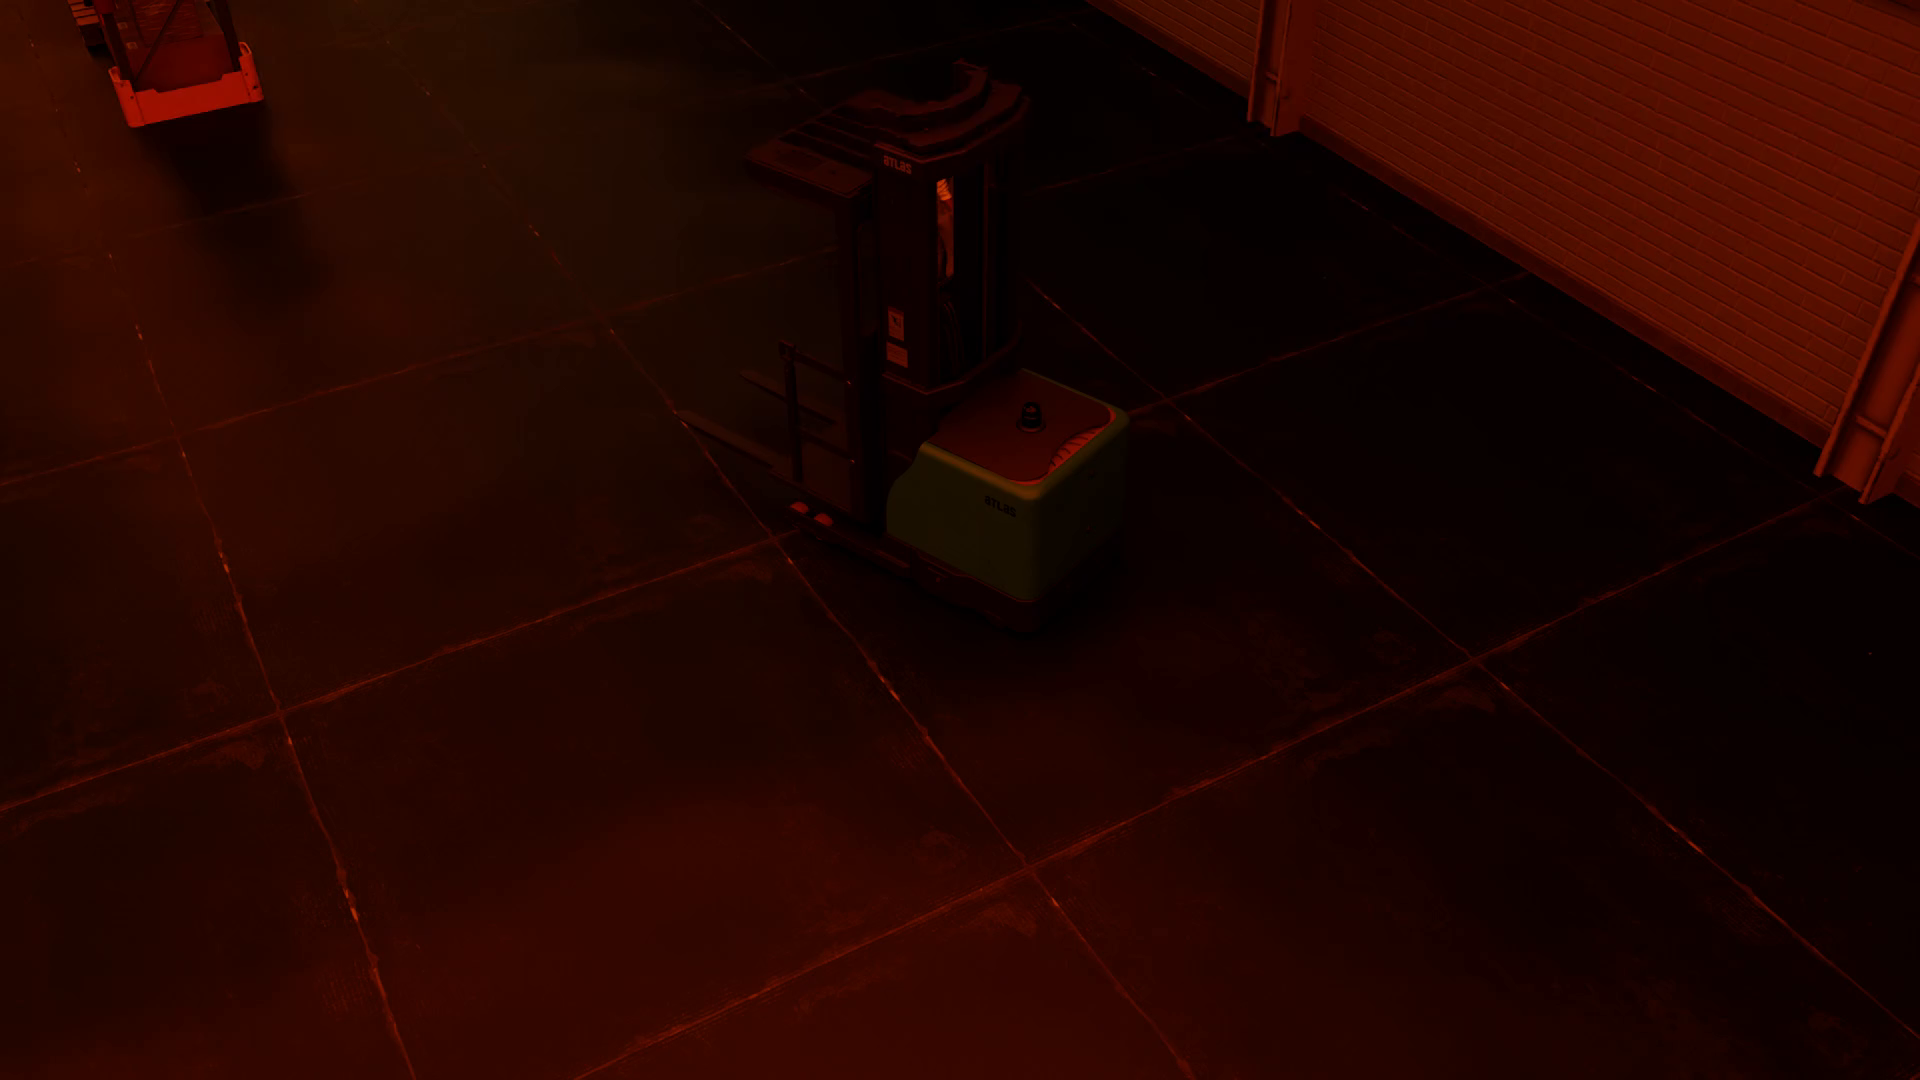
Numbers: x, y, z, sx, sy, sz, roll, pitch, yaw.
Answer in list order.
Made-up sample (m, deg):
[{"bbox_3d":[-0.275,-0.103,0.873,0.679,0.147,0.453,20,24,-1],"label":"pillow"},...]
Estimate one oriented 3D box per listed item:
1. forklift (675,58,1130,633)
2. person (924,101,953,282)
[{"bbox_3d":[-0.481,-1.366,9.683,3.031,2.935,1.130,26,46,28],"label":"forklift"},{"bbox_3d":[-0.065,-2.399,11.973,0.474,1.585,0.518,-13,41,-15],"label":"person"}]
